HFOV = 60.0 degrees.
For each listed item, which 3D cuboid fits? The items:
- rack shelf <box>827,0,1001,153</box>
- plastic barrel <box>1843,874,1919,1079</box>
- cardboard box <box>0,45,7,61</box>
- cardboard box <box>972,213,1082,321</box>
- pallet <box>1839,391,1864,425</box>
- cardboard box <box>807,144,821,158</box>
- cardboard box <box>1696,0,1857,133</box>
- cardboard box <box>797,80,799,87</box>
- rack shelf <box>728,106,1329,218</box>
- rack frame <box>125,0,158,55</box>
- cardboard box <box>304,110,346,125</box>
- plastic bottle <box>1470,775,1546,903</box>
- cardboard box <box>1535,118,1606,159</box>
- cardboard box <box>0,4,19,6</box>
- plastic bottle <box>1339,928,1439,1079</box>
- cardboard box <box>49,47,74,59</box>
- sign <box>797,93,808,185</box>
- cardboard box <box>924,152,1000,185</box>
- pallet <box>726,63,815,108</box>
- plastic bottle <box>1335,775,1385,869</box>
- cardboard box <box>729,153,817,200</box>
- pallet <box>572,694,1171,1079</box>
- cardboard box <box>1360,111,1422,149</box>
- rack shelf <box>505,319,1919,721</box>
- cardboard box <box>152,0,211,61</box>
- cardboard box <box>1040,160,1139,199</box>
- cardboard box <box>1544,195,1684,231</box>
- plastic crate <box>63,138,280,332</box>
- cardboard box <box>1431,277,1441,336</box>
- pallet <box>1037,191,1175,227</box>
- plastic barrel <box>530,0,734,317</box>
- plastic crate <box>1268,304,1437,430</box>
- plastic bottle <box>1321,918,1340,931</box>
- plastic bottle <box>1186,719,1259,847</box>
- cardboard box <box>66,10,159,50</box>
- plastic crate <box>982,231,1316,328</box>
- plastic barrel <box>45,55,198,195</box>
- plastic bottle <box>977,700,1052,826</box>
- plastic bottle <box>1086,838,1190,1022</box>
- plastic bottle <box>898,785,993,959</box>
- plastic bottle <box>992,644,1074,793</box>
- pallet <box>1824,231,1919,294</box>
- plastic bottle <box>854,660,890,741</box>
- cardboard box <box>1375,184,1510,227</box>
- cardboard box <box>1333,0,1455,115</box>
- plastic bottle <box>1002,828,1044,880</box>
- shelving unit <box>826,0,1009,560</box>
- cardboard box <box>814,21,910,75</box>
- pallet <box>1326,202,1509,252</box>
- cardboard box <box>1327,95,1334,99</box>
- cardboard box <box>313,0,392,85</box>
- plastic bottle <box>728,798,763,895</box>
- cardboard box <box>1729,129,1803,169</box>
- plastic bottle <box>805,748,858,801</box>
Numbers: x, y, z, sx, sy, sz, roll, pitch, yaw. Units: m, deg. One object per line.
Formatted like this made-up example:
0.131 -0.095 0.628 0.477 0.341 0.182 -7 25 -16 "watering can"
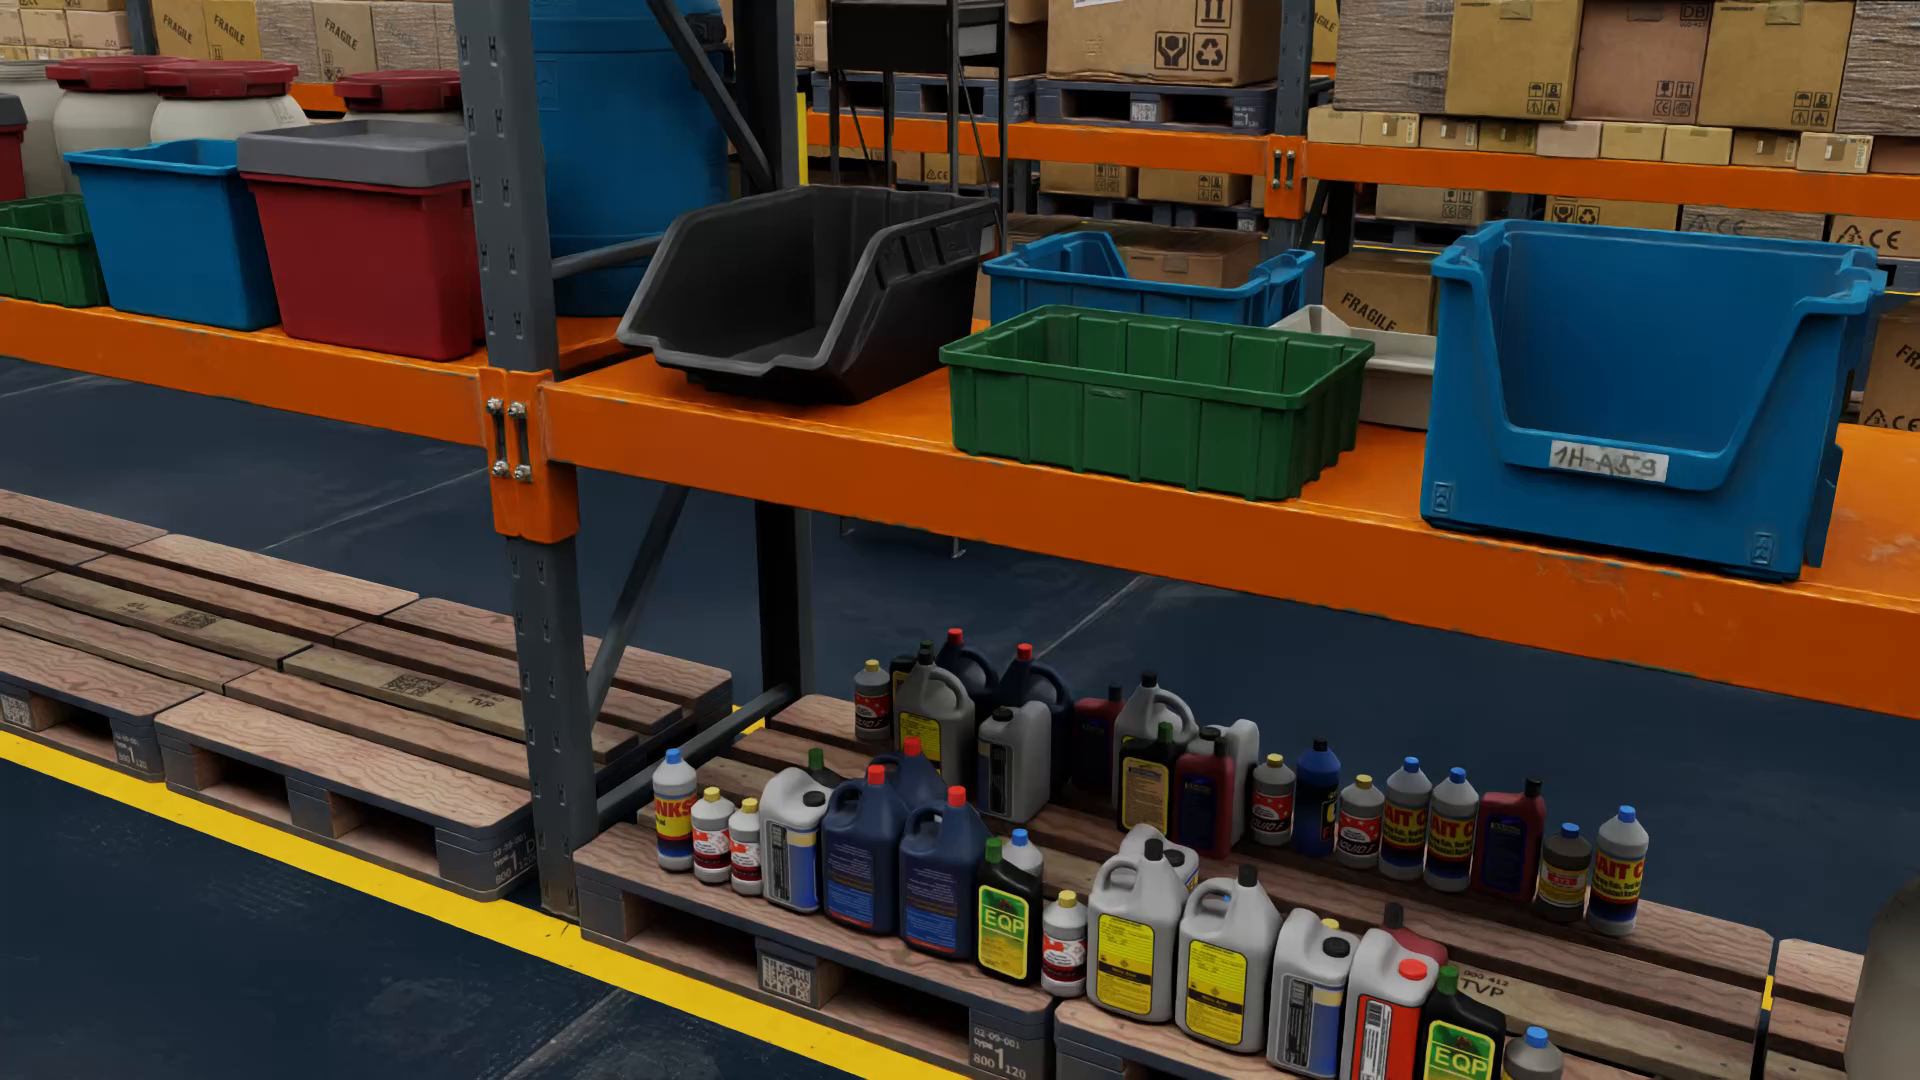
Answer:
-0.145 -1.660 5.849 0.480 0.518 0.431 11 23 27 "rack shelf"
1.749 0.799 2.796 0.421 0.512 0.421 0 20 0 "plastic barrel"
-6.811 -3.522 12.043 0.250 0.149 0.380 10 22 26 "cardboard box"
0.300 -1.461 9.013 0.500 0.500 0.700 9 22 23 "cardboard box"
3.394 -0.528 7.511 1.213 0.211 1.003 11 23 27 "pallet"
-1.313 -3.583 14.893 0.500 0.500 0.500 11 23 28 "cardboard box"
3.405 -1.994 6.880 0.500 0.500 0.875 11 23 27 "cardboard box"
-1.330 -3.932 14.756 0.500 0.250 0.500 12 23 29 "cardboard box"
-0.025 -2.137 8.912 4.000 0.370 1.077 11 23 27 "rack shelf"
-5.263 -3.473 11.540 0.127 3.000 1.000 11 23 27 "rack frame"
-3.914 -2.423 11.145 0.875 0.875 1.225 10 22 25 "cardboard box"
1.178 0.630 3.568 0.133 0.283 0.061 11 23 28 "plastic bottle"
2.627 -1.728 7.098 0.250 0.149 0.380 11 23 27 "cardboard box"
-7.115 -3.793 12.206 0.500 0.250 0.500 10 22 26 "cardboard box"
0.774 0.846 2.984 0.135 0.276 0.152 11 23 28 "plastic bottle"
-6.138 -3.394 11.690 0.250 0.149 0.380 10 22 26 "cardboard box"
-0.416 -0.960 4.207 0.005 0.325 0.100 11 23 27 "sign"
0.034 -3.321 14.173 0.500 0.500 0.500 11 23 27 "cardboard box"
-1.097 -2.631 9.500 1.003 0.211 1.213 11 23 27 "pallet"
0.894 0.621 3.712 0.097 0.201 0.097 0 20 0 "plastic bottle"
-1.171 -2.090 9.647 0.500 0.250 0.500 12 23 29 "cardboard box"
-0.128 0.767 3.941 1.213 0.211 1.003 11 23 27 "pallet"
1.974 -1.854 7.445 0.250 0.149 0.380 11 23 27 "cardboard box"
1.052 0.003 3.014 4.000 0.370 1.077 11 23 27 "rack shelf"
-4.983 -3.369 11.107 0.500 0.500 0.500 11 23 27 "cardboard box"
1.224 -3.279 13.690 0.750 0.750 1.050 10 22 27 "cardboard box"
4.743 -2.675 11.842 0.875 0.875 0.875 11 23 28 "cardboard box"
-1.809 -0.751 4.061 0.575 0.384 0.392 11 23 27 "plastic crate"
2.555 -0.993 7.755 0.500 0.500 0.500 -17 26 -39 "cardboard box"
1.388 -2.803 13.783 1.213 0.211 1.003 11 23 27 "pallet"
-0.884 -1.058 4.148 0.708 0.901 0.600 11 23 27 "plastic barrel"
0.847 -0.349 3.316 0.437 0.136 0.530 11 23 27 "plastic crate"
0.698 0.818 3.171 0.097 0.201 0.097 0 20 0 "plastic bottle"
0.598 0.541 3.825 0.135 0.276 0.152 11 23 28 "plastic bottle"
-5.776 -3.538 11.502 0.500 0.250 0.500 10 22 26 "cardboard box"
0.405 -0.495 3.549 0.616 0.251 0.499 11 23 27 "plastic crate"
-2.441 -1.150 4.938 0.433 0.535 0.433 0 20 0 "plastic barrel"
0.126 0.507 3.918 0.135 0.276 0.152 11 23 27 "plastic bottle"
0.344 0.730 3.193 0.185 0.351 0.144 11 22 27 "plastic bottle"
-0.027 0.660 3.388 0.185 0.351 0.144 10 22 25 "plastic bottle"
0.176 0.424 4.038 0.185 0.351 0.144 10 22 25 "plastic bottle"
5.923 -1.939 11.401 1.213 0.211 1.003 11 23 27 "pallet"
-0.225 0.408 4.300 0.097 0.201 0.097 0 20 0 "plastic bottle"
3.643 -2.819 12.420 0.750 0.750 1.050 11 23 27 "cardboard box"
2.084 -2.236 7.548 0.500 0.500 0.875 11 23 27 "cardboard box"
0.120 0.710 3.364 0.097 0.271 0.097 0 20 0 "plastic bottle"
-0.145 -1.015 6.083 0.503 2.100 0.431 11 23 27 "shelving unit"
-0.420 -2.587 8.703 0.500 0.250 0.500 10 22 26 "cardboard box"
3.518 -2.397 12.665 1.213 0.211 1.003 11 23 27 "pallet"
4.199 -4.503 17.617 0.625 0.372 0.950 10 22 26 "cardboard box"
-3.653 -3.118 10.415 0.500 0.500 0.500 11 23 28 "cardboard box"
-0.452 0.658 3.611 0.097 0.201 0.097 0 20 0 "plastic bottle"
3.319 -1.626 6.816 0.250 0.149 0.380 11 23 27 "cardboard box"
-0.283 0.599 3.652 0.133 0.283 0.061 11 23 27 "plastic bottle"
